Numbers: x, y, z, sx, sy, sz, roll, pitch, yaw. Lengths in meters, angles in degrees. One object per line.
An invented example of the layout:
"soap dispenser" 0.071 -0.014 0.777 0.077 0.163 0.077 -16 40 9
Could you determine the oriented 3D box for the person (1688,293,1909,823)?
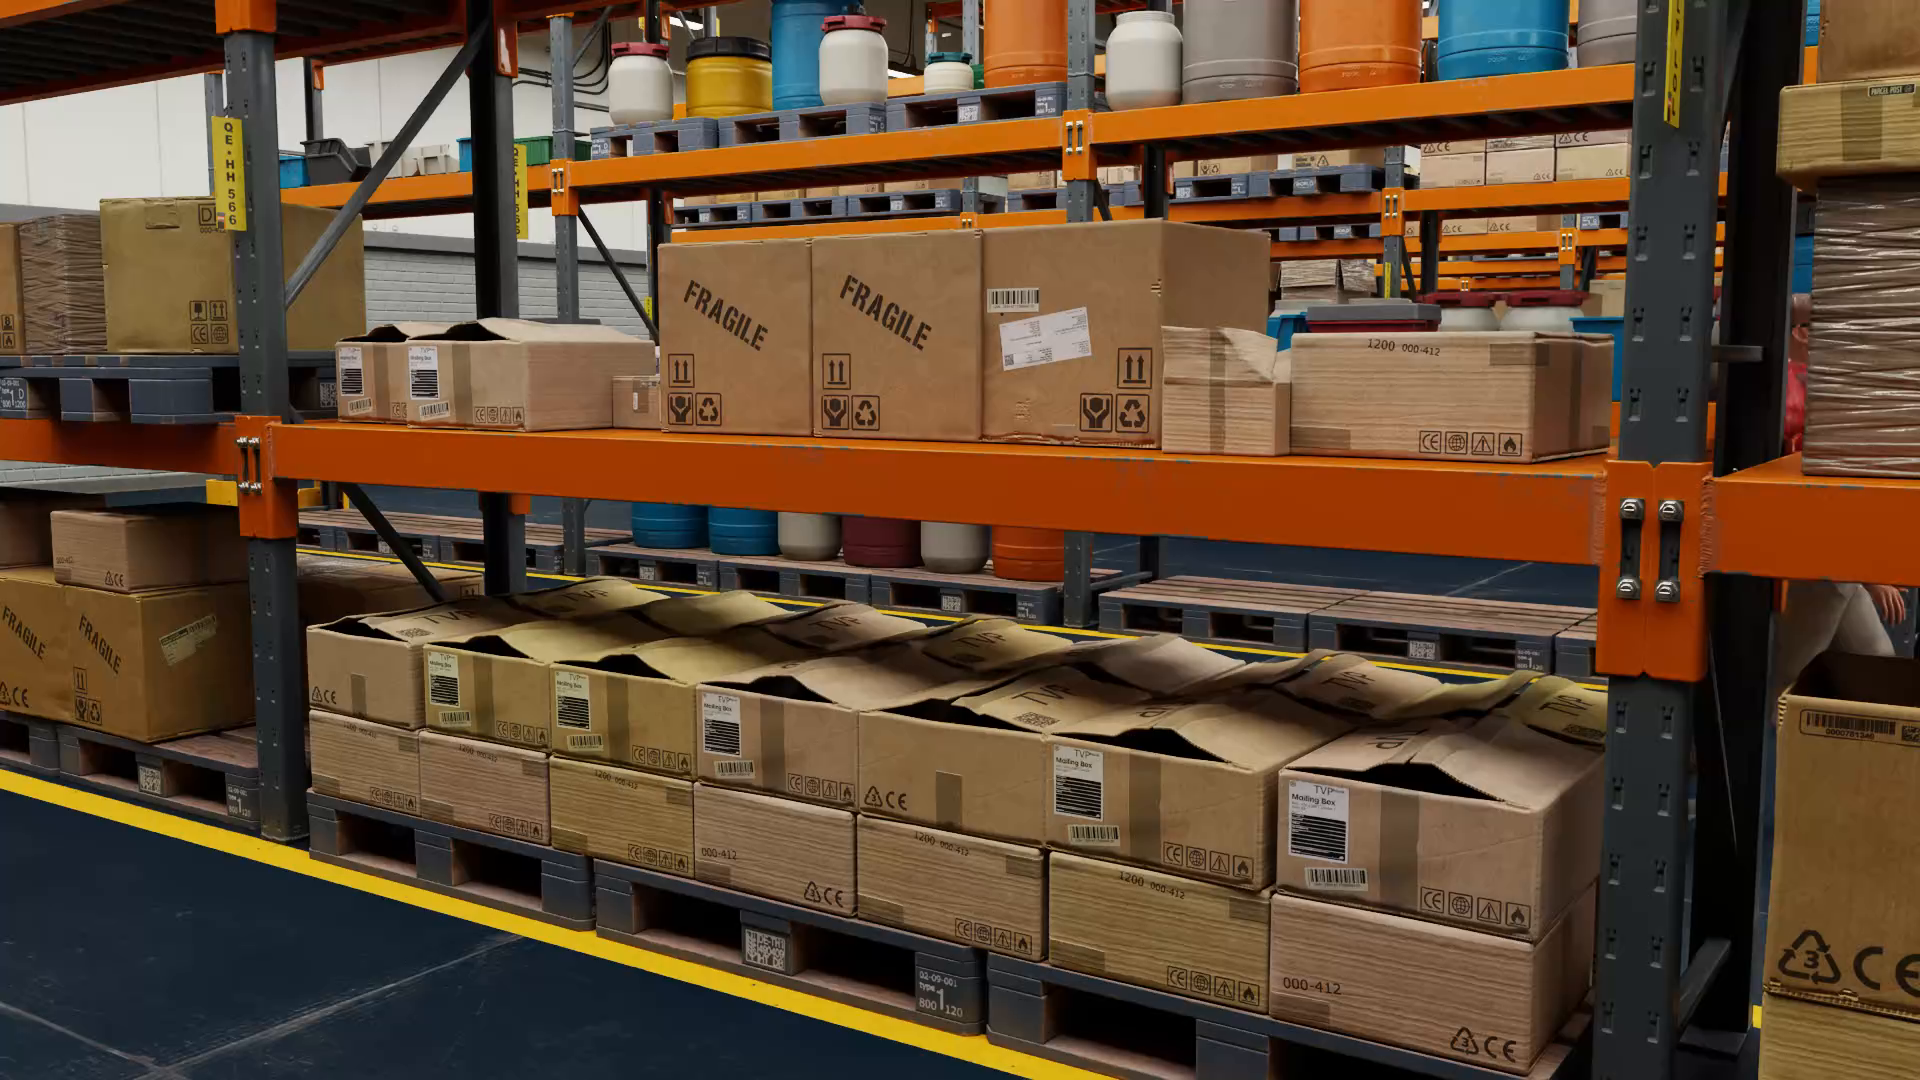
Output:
"person" 2.587 0.089 5.069 1.062 1.672 0.554 2 7 21
